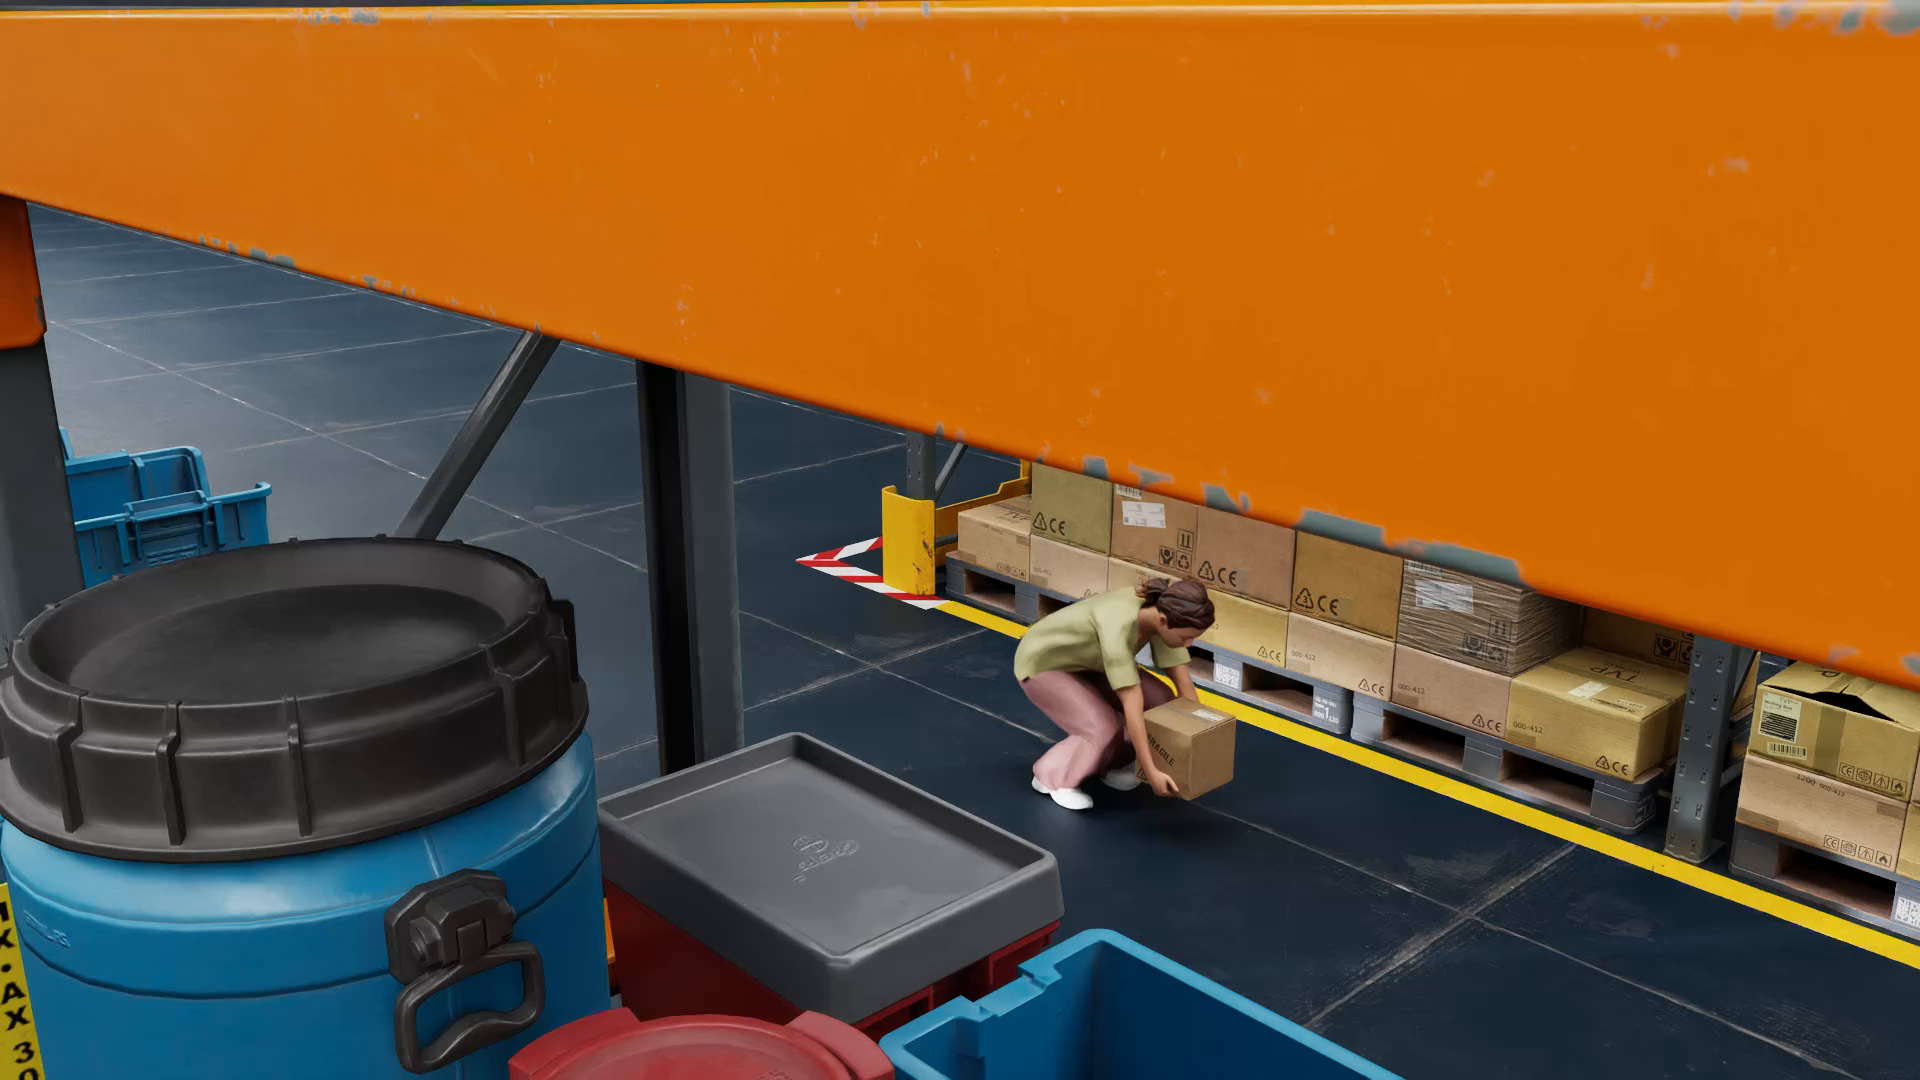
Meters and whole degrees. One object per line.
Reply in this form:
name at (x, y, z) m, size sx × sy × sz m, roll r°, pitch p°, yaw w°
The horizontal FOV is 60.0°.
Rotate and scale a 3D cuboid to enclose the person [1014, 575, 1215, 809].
person at (0.576, 0.537, 6.092) m, size 0.459 × 0.931 × 0.830 m, roll -17°, pitch 24°, yaw -42°
